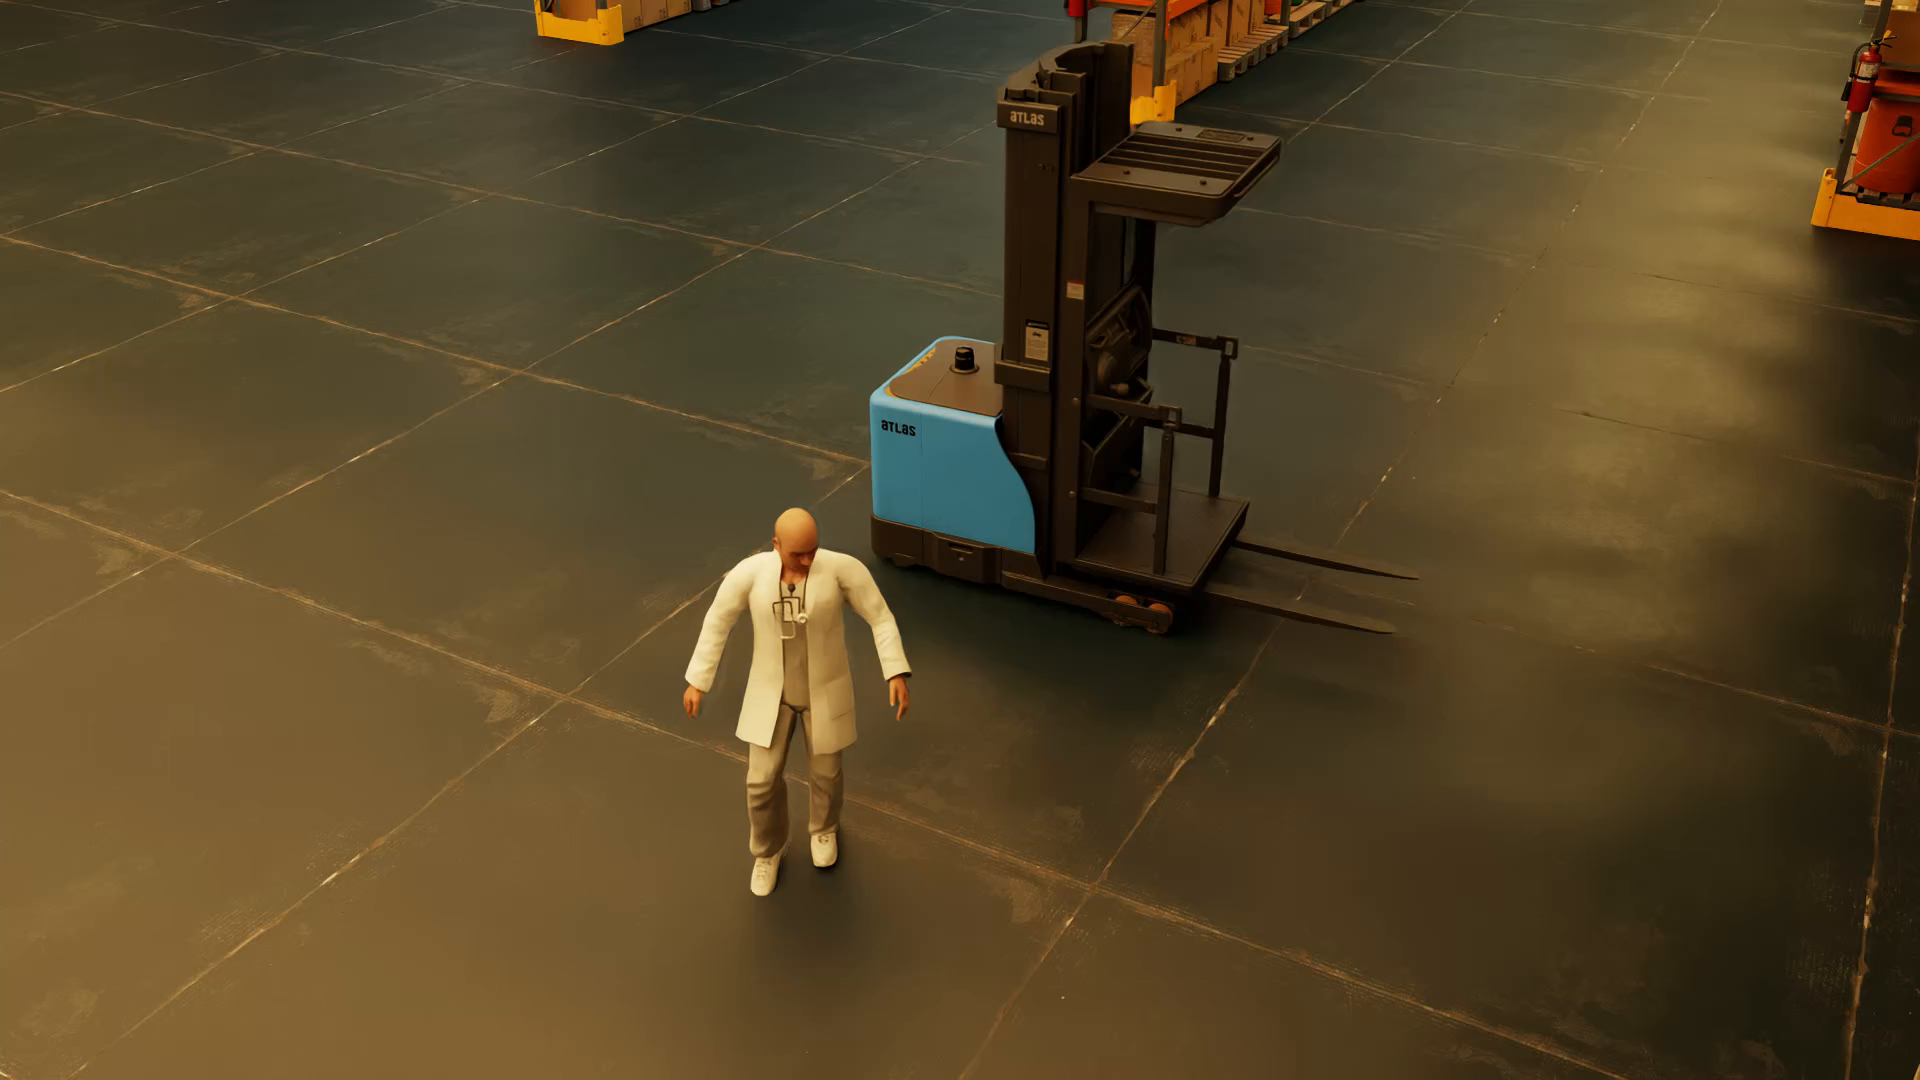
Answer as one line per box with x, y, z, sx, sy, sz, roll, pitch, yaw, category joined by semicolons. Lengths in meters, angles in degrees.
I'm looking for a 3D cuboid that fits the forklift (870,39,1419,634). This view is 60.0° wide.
1.039;-1.056;8.901;3.031;2.935;1.130;13;32;21;forklift

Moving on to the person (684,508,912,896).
-0.686;0.701;7.091;0.994;1.809;0.568;2;30;3;person
